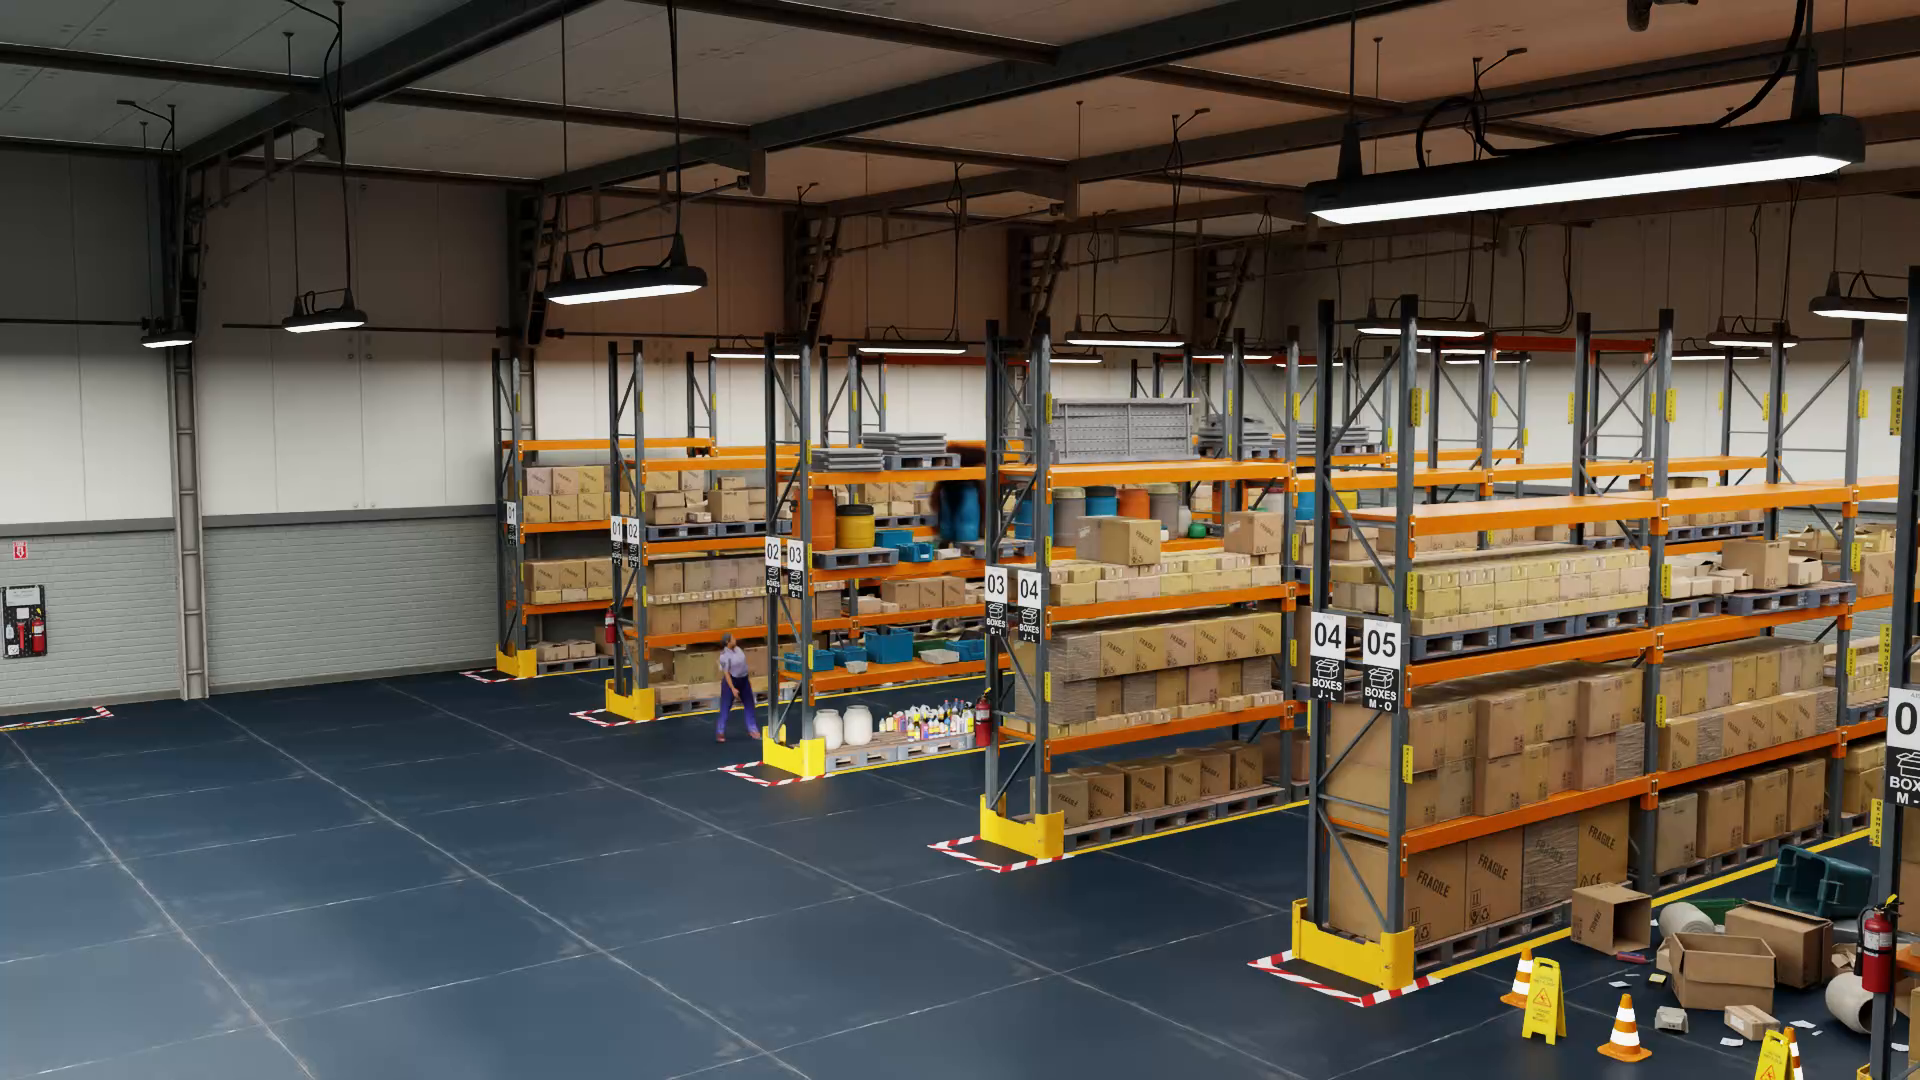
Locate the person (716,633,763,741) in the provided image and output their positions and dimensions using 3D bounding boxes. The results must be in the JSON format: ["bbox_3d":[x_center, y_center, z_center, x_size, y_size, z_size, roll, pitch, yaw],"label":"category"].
[{"bbox_3d":[-3.305,2.187,24.804,0.572,1.649,0.664,4,7,40],"label":"person"}]

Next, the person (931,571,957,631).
[{"bbox_3d":[-0.334,1.387,32.866,1.055,1.731,0.646,-4,6,-39],"label":"person"}]
